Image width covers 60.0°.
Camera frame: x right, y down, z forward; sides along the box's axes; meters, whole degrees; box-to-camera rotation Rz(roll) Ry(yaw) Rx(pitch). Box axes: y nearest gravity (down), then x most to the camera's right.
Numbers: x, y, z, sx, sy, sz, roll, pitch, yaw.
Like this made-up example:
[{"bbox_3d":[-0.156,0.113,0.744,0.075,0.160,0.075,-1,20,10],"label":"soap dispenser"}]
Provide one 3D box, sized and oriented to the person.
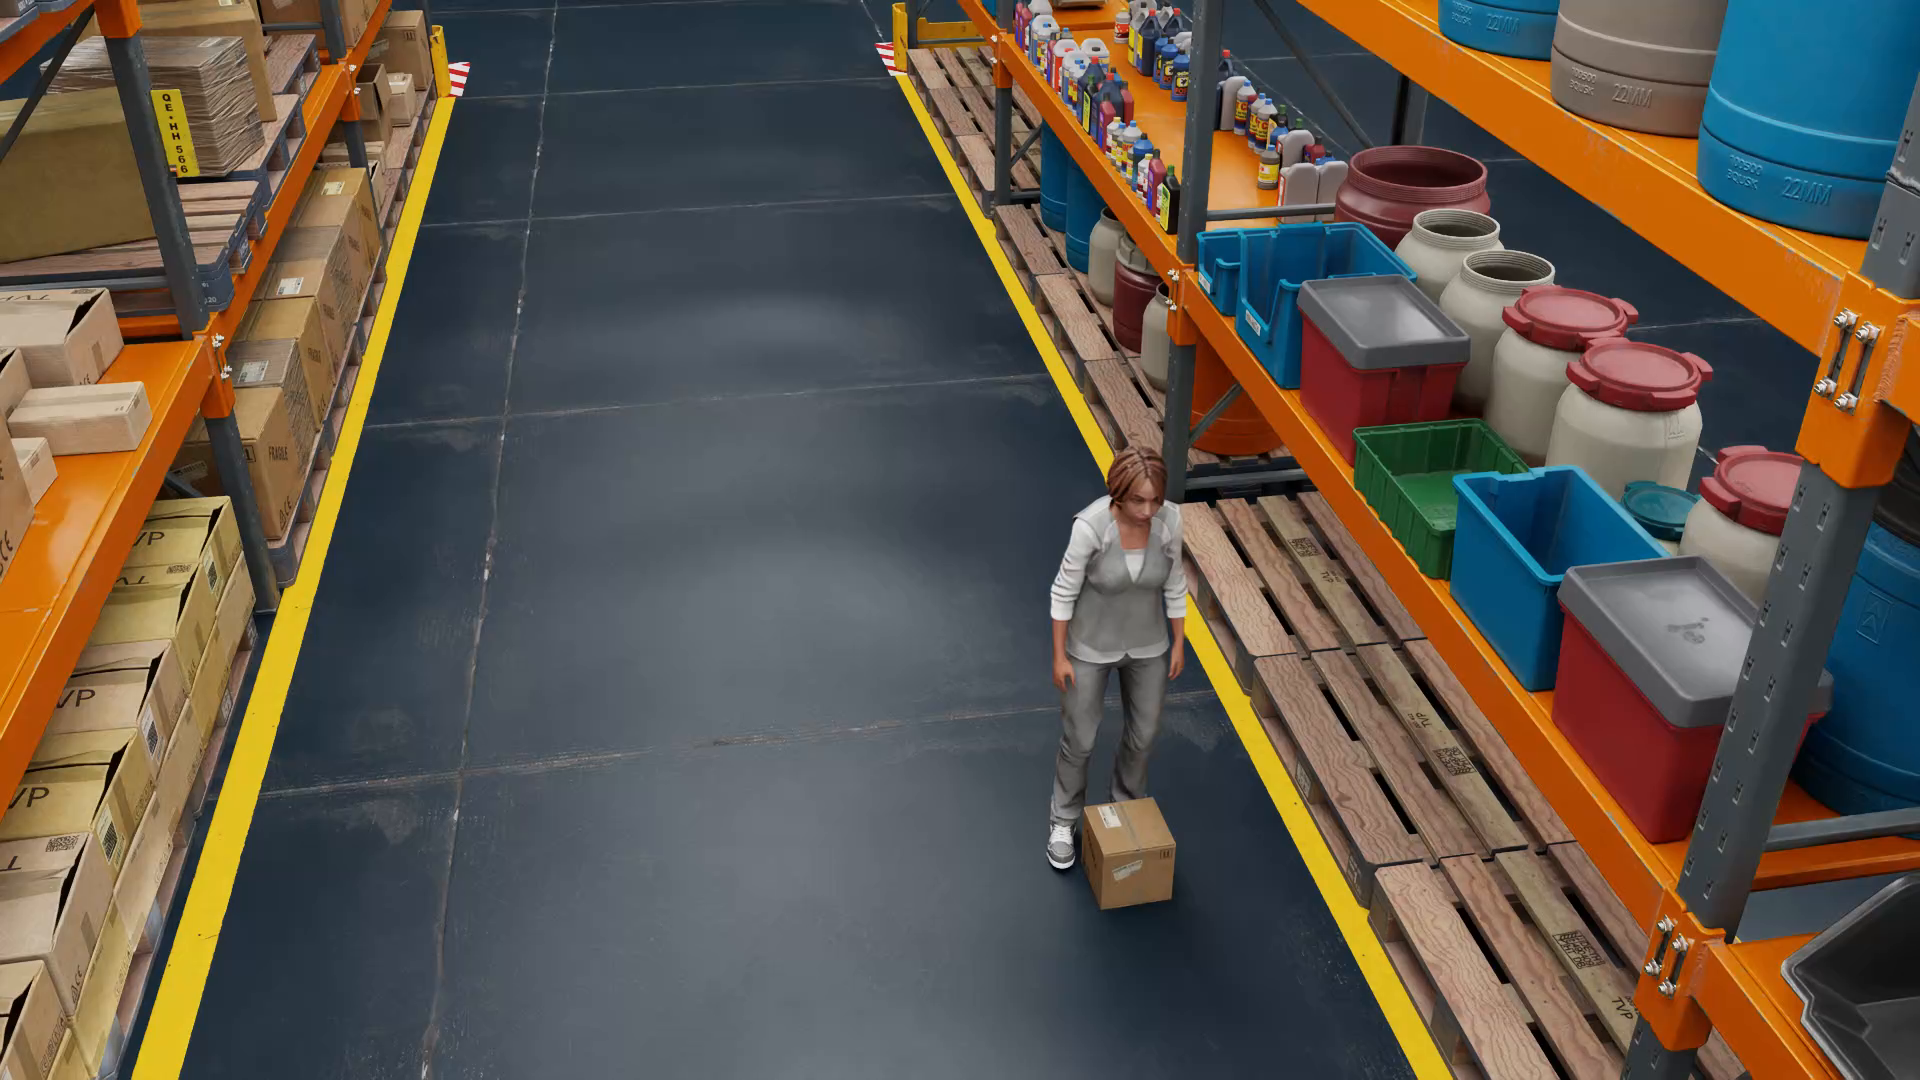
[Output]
[{"bbox_3d":[0.522,0.376,5.521,0.472,1.592,0.350,-6,32,-10],"label":"person"}]
